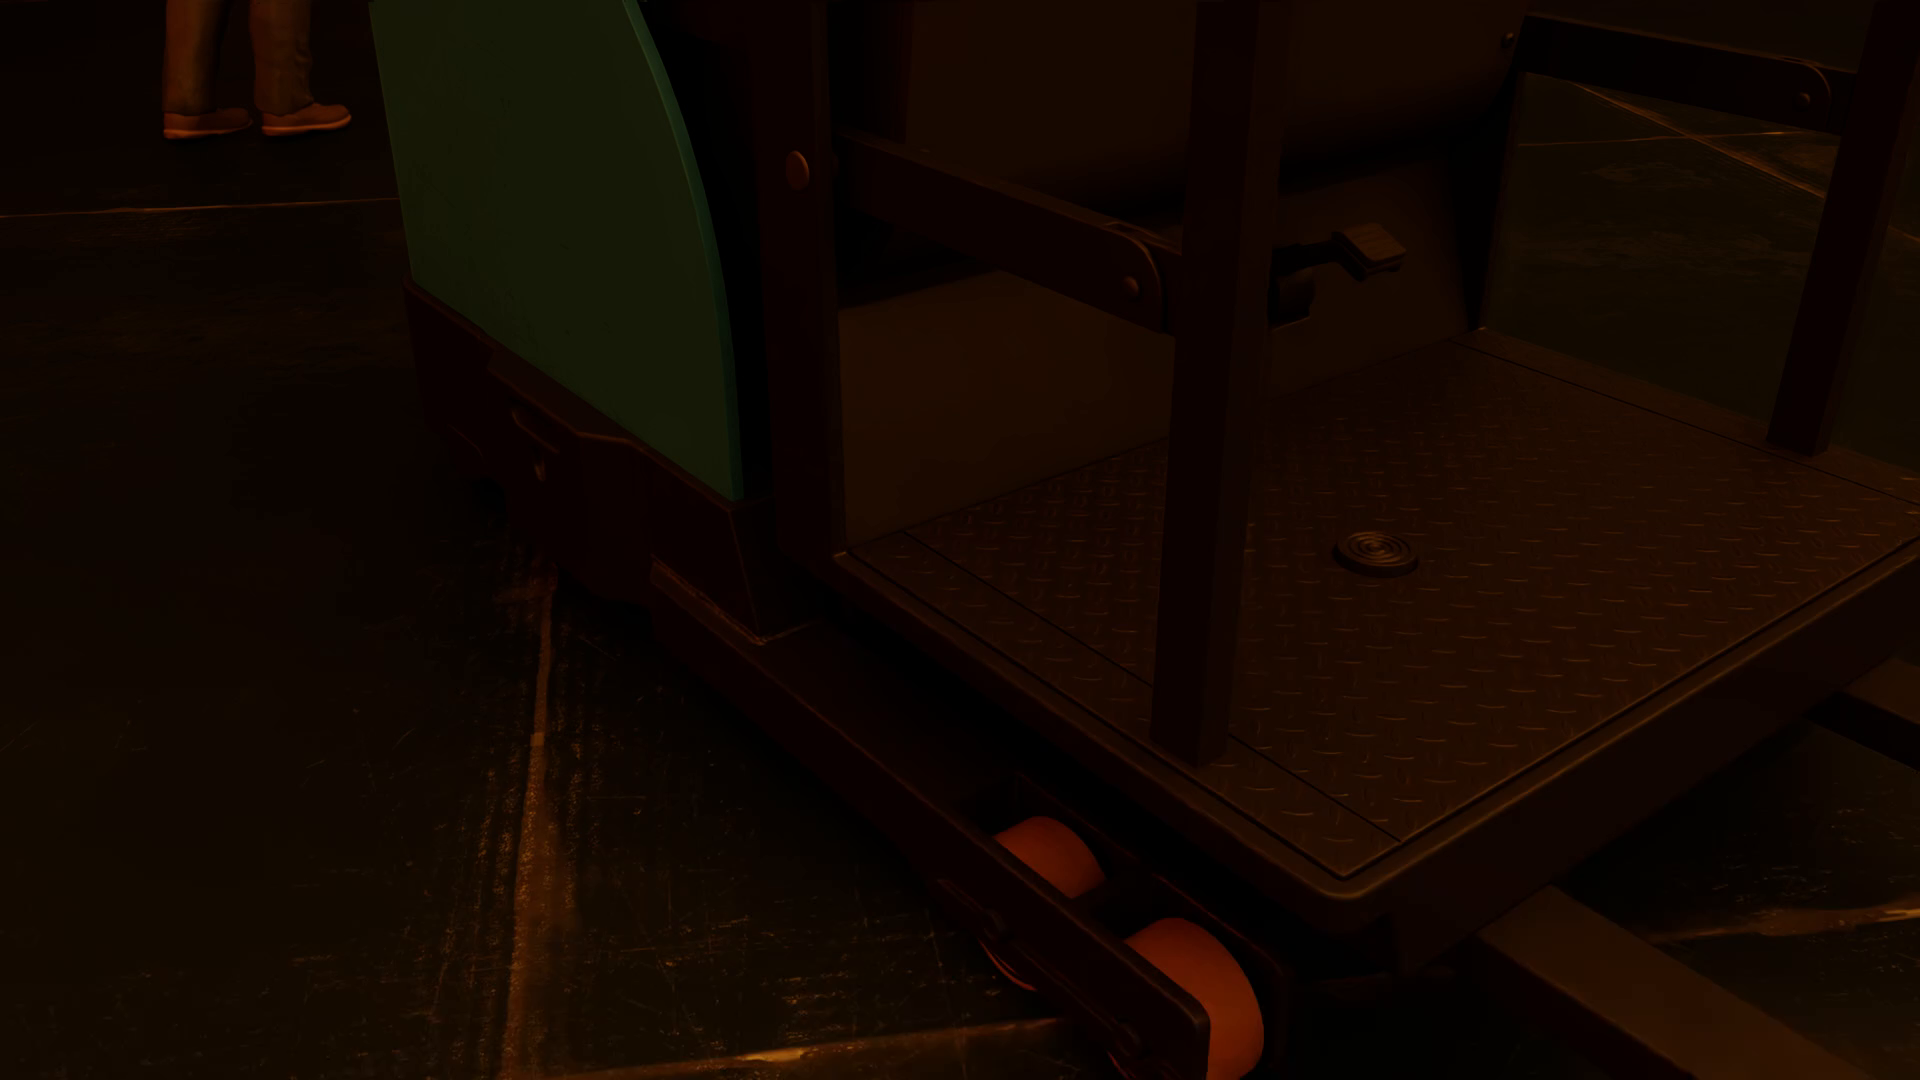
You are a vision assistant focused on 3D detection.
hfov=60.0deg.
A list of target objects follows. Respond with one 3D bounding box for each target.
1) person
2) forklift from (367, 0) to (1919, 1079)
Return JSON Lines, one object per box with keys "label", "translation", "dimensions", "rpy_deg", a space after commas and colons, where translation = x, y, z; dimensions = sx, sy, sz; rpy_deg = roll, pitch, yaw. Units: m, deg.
{"label": "person", "translation": [-1.972, -1.837, 4.280], "dimensions": [0.678, 1.609, 0.471], "rpy_deg": [19, 33, 32]}
{"label": "forklift", "translation": [0.419, -1.041, 1.334], "dimensions": [1.130, 2.935, 3.031], "rpy_deg": [-20, 34, -33]}
